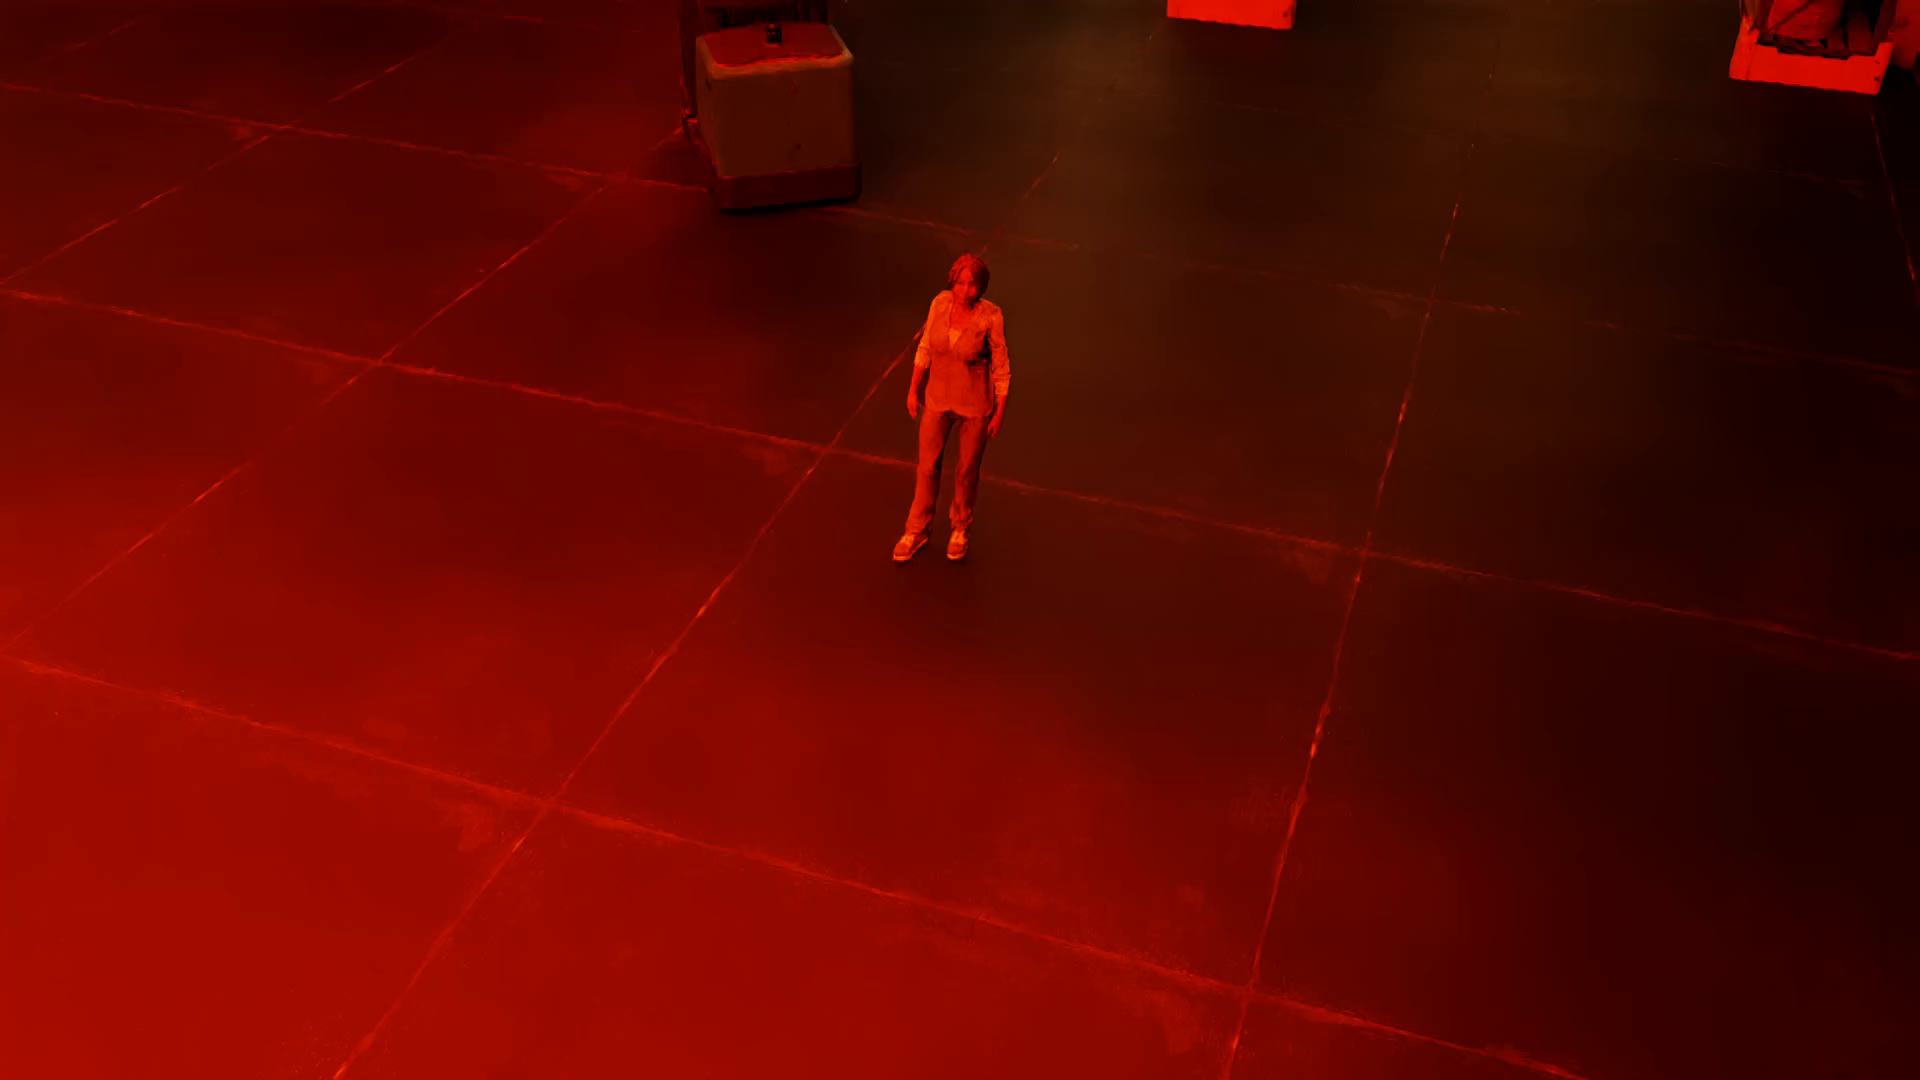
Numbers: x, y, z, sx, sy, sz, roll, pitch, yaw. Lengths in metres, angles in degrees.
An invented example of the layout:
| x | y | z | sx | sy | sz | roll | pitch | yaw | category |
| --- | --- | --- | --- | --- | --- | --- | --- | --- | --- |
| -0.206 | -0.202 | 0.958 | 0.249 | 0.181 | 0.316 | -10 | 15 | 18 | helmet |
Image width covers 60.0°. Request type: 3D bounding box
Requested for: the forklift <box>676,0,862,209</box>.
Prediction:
| x | y | z | sx | sy | sz | roll | pitch | yaw | category |
| --- | --- | --- | --- | --- | --- | --- | --- | --- | --- |
| -1.594 | -4.403 | 12.322 | 1.130 | 2.935 | 3.031 | -9 | 36 | -12 | forklift |

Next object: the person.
| x | y | z | sx | sy | sz | roll | pitch | yaw | category |
| --- | --- | --- | --- | --- | --- | --- | --- | --- | --- |
| -0.038 | -0.619 | 8.126 | 0.521 | 1.597 | 0.474 | 12 | 37 | 16 | person |
